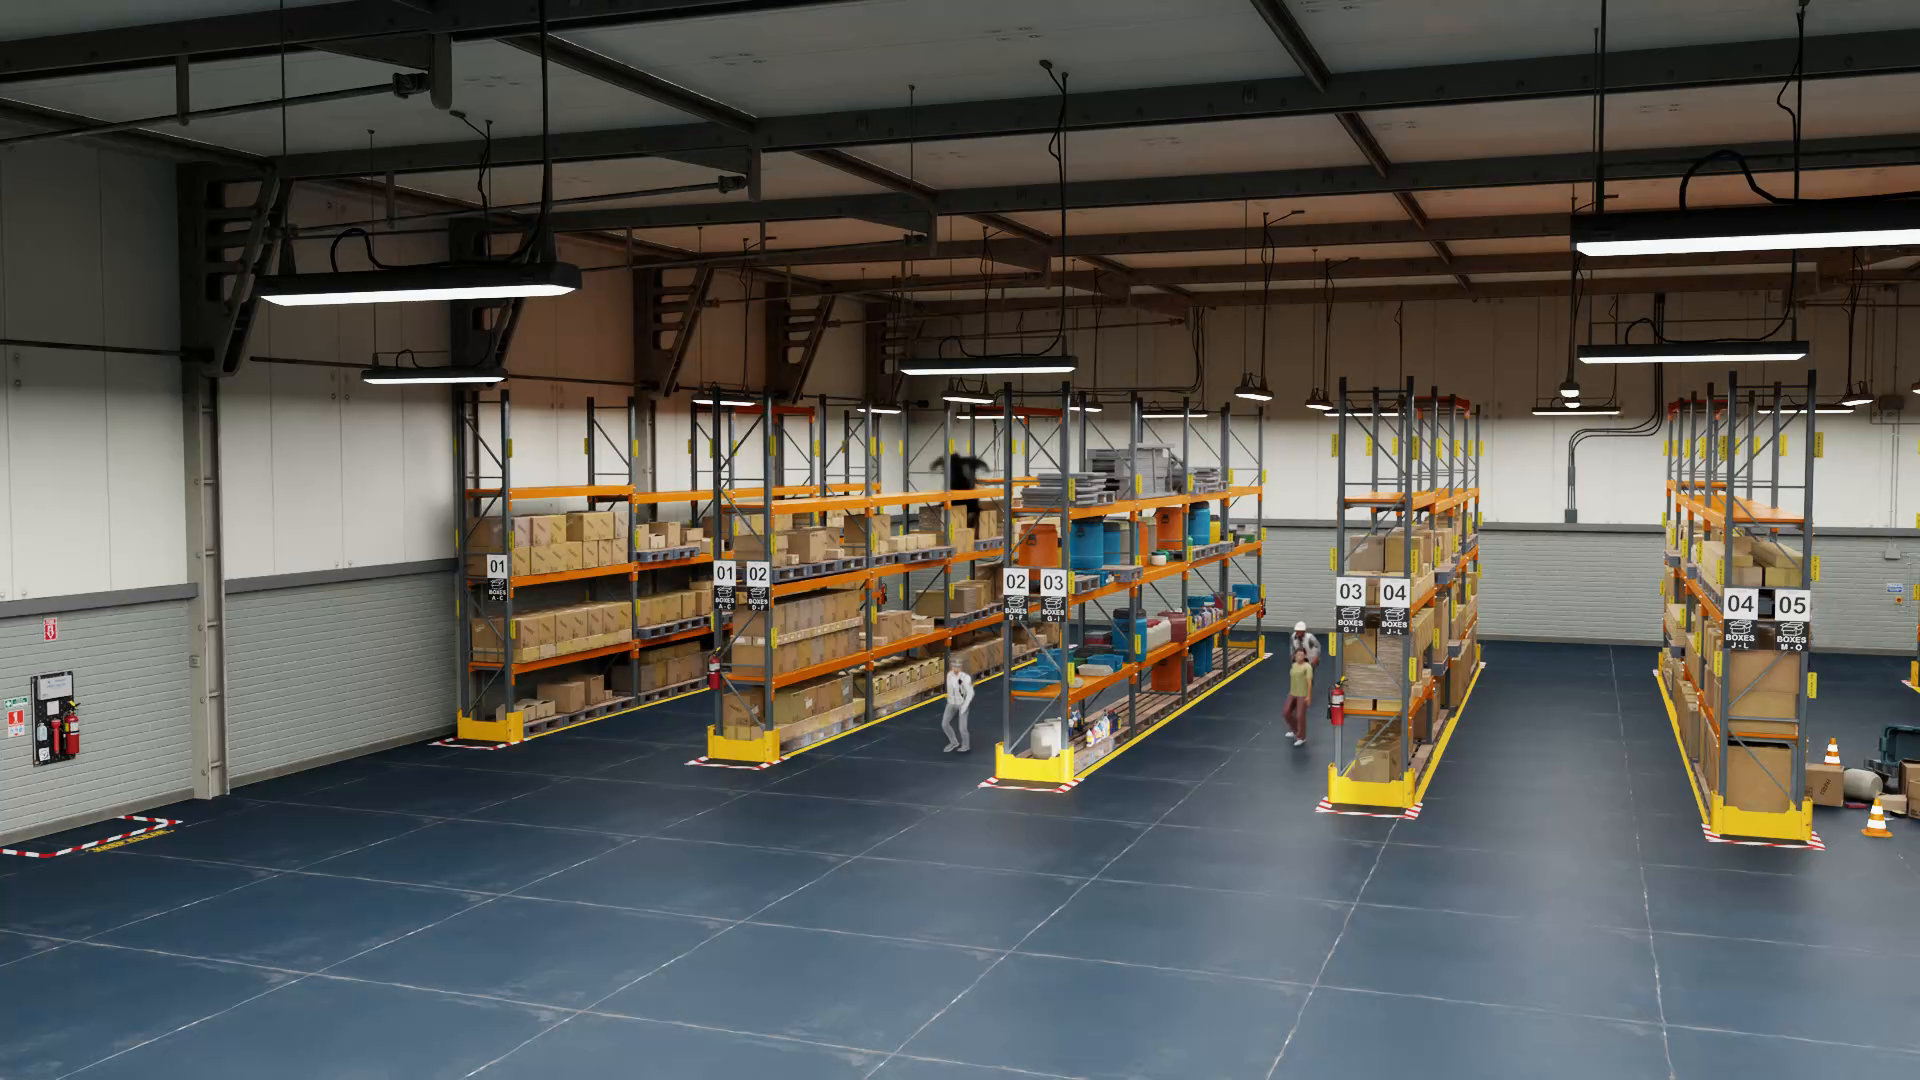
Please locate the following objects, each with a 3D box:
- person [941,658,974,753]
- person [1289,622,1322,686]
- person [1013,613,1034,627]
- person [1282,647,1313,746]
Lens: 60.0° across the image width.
[{"bbox_3d":[-0.007,2.699,27.189,0.604,1.587,0.687,2,4,27],"label":"person"},{"bbox_3d":[6.875,2.388,33.006,0.664,1.592,1.012,2,4,29],"label":"person"},{"bbox_3d":[1.594,1.848,42.949,0.838,1.617,0.563,1,3,24],"label":"person"},{"bbox_3d":[5.734,2.633,28.064,0.450,1.694,0.578,-3,4,-39],"label":"person"}]
